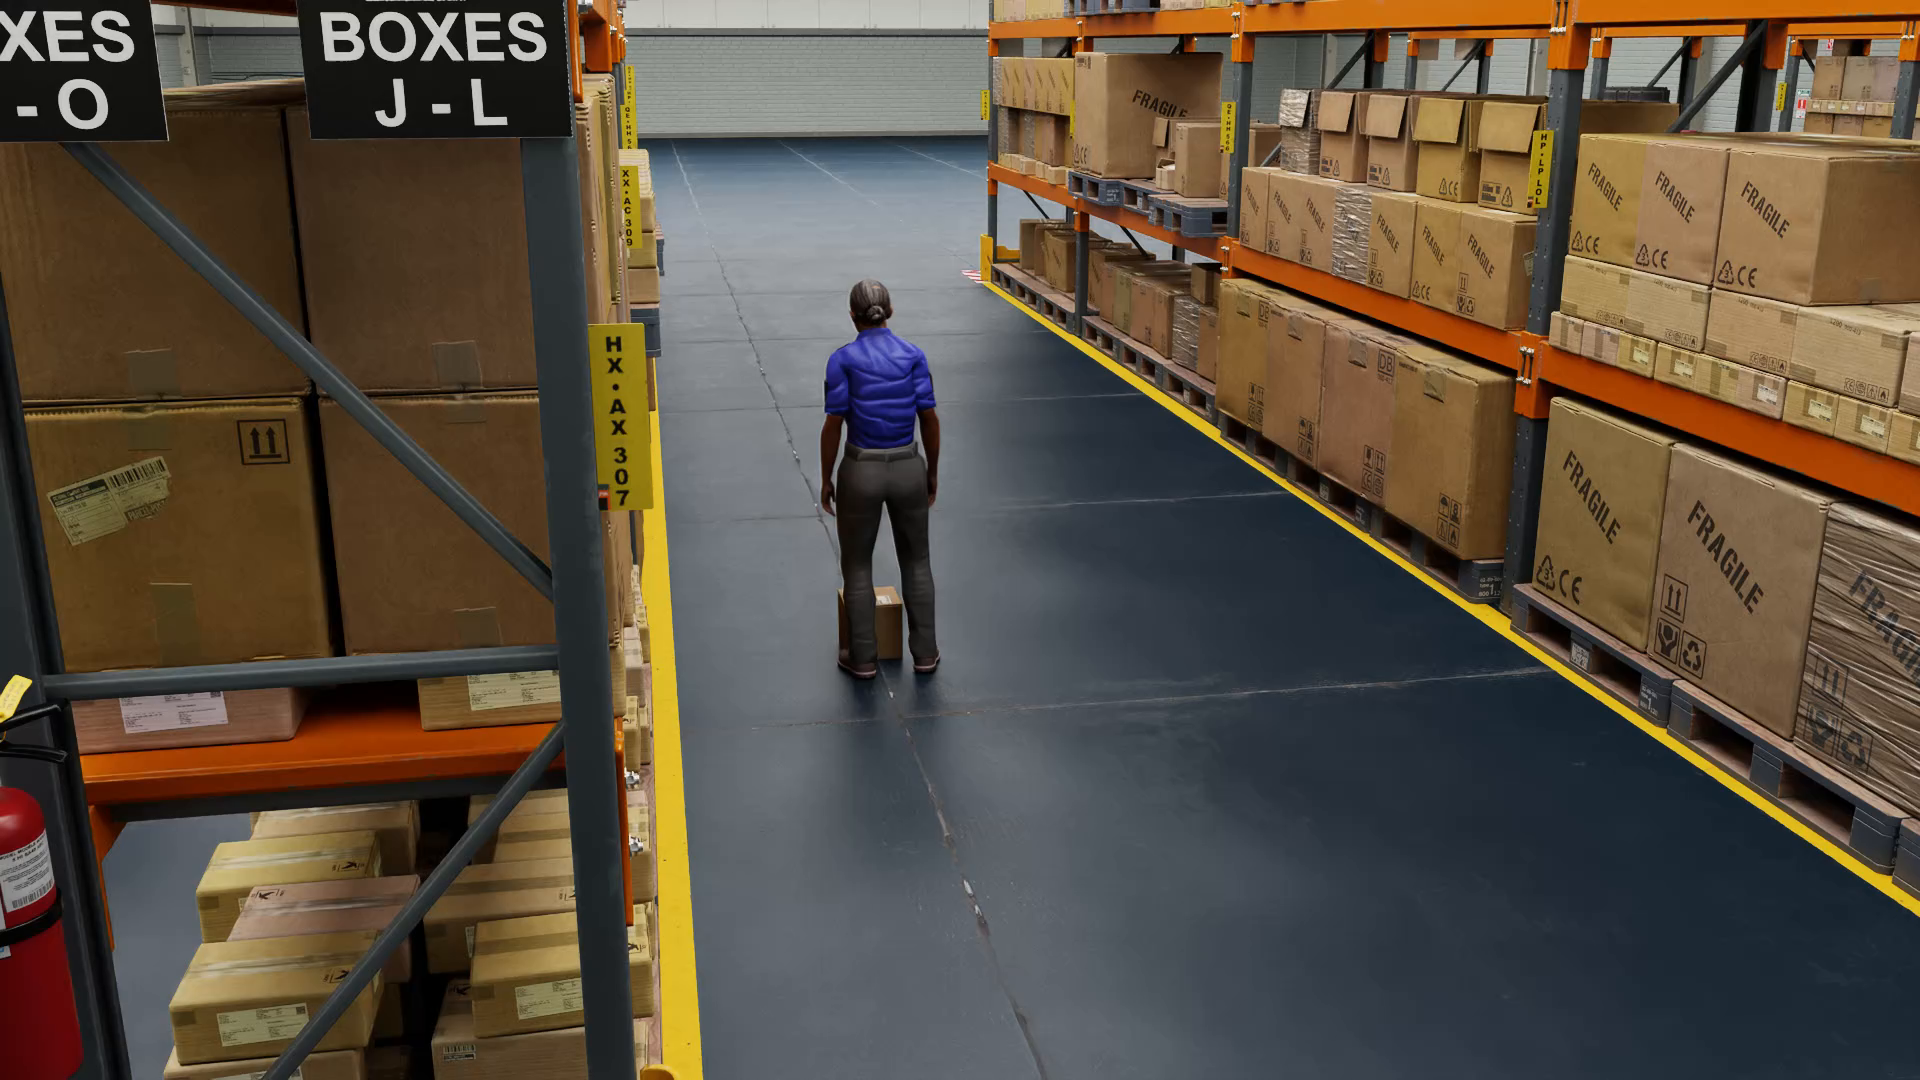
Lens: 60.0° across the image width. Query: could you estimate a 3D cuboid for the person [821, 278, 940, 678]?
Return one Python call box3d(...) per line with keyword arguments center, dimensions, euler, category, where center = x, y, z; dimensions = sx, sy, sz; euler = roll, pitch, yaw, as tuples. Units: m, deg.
box3d(center=(-0.320, -0.245, 6.875), dimensions=(0.521, 1.654, 0.352), euler=(-4, 17, -14), category="person")
